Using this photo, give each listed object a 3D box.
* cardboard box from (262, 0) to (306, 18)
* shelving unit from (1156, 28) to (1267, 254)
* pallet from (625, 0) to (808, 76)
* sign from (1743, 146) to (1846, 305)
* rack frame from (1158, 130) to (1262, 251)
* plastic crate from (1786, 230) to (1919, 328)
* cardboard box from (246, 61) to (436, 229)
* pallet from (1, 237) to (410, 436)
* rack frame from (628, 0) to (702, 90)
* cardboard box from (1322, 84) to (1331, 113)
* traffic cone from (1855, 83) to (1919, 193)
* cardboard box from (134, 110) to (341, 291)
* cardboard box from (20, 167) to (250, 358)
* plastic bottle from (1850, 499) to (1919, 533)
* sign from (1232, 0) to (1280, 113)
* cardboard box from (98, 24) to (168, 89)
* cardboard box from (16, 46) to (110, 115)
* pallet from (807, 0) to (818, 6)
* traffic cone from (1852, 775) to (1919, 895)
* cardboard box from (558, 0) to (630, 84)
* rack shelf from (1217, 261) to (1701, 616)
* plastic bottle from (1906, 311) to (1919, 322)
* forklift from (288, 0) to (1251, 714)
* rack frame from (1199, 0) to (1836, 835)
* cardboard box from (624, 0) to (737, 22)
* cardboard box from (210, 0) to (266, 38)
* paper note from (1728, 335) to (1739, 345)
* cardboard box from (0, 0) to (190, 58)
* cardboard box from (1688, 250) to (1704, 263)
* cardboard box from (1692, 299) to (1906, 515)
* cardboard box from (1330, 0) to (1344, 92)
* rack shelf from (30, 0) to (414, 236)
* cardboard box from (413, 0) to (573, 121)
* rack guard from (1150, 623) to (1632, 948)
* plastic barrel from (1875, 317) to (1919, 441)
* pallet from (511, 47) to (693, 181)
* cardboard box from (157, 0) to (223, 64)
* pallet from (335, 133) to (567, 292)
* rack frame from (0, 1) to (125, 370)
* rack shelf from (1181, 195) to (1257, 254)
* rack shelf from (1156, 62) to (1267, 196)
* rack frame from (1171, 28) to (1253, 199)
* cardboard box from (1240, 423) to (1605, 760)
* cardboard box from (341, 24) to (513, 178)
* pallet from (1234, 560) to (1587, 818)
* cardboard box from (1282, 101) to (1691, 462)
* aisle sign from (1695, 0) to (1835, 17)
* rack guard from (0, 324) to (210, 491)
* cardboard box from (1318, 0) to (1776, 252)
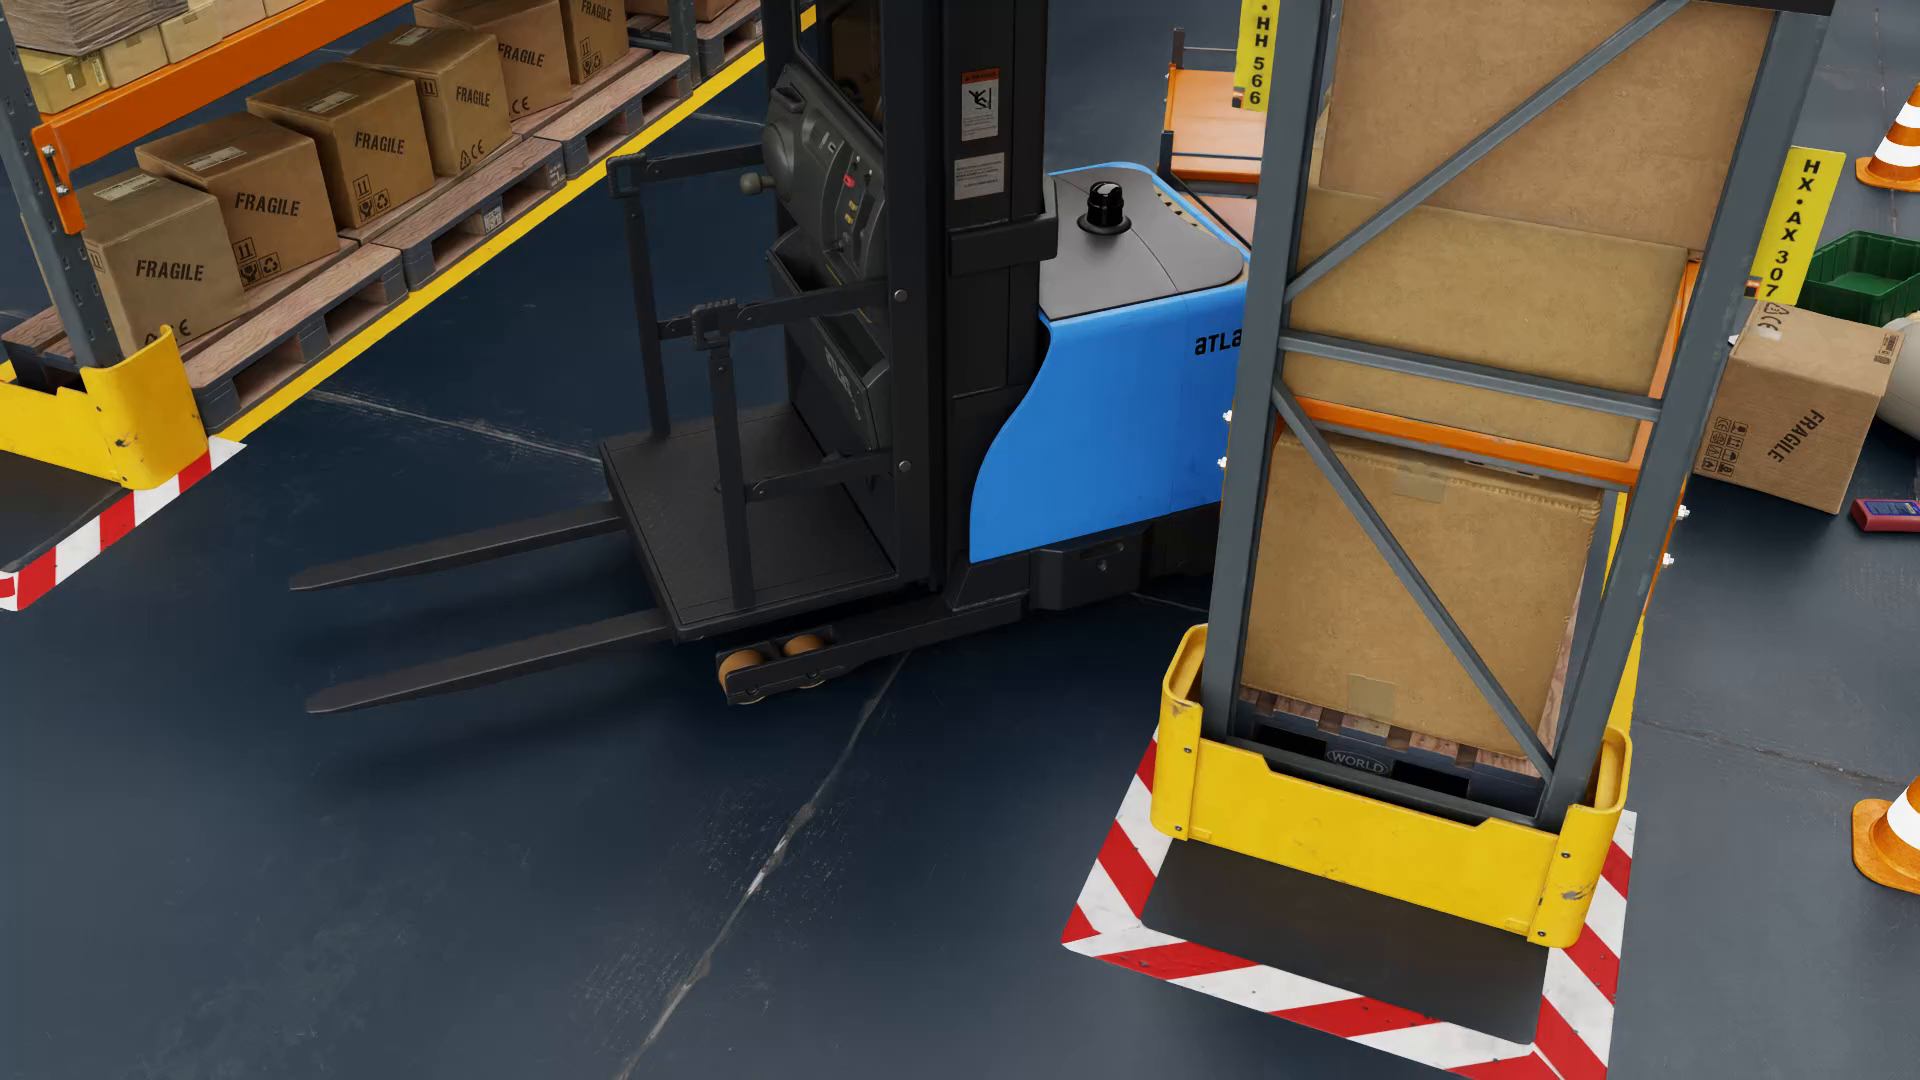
[{"bbox_3d":[-2.688,-2.105,6.271,0.380,0.149,0.250,14,39,18],"label":"cardboard box"},{"bbox_3d":[1.020,-1.246,6.477,0.538,1.125,1.048,5,37,7],"label":"shelving unit"},{"bbox_3d":[-1.600,-3.083,9.698,1.003,0.211,1.213,14,39,18],"label":"pallet"},{"bbox_3d":[1.643,-0.617,3.280,0.100,0.325,0.005,14,39,18],"label":"sign"},{"bbox_3d":[0.946,-0.945,6.074,0.500,1.125,0.032,5,37,7],"label":"rack frame"},{"bbox_3d":[3.799,-1.085,6.996,0.662,0.188,0.450,-25,33,-29],"label":"plastic crate"},{"bbox_3d":[-2.712,-1.744,7.314,0.500,0.500,0.500,18,40,22],"label":"cardboard box"},{"bbox_3d":[-3.046,-0.921,6.805,1.003,0.211,1.213,14,39,18],"label":"pallet"},{"bbox_3d":[-1.894,-3.768,8.286,1.000,3.000,0.127,14,39,18],"label":"rack frame"},{"bbox_3d":[1.420,-0.953,4.394,0.875,0.550,0.550,14,39,18],"label":"cardboard box"},{"bbox_3d":[4.561,-1.965,7.992,0.336,0.463,0.334,14,39,18],"label":"traffic cone"},{"bbox_3d":[-2.968,-1.401,6.856,0.500,0.500,0.500,25,43,29],"label":"cardboard box"},{"bbox_3d":[-3.163,-1.063,6.403,0.500,0.500,0.500,21,42,26],"label":"cardboard box"},{"bbox_3d":[3.285,-0.084,5.812,0.283,0.061,0.133,1,37,2],"label":"plastic bottle"},{"bbox_3d":[0.636,-1.058,3.495,0.100,0.325,0.005,14,39,18],"label":"sign"},{"bbox_3d":[-2.975,-1.691,5.716,0.380,0.149,0.250,14,39,18],"label":"cardboard box"},{"bbox_3d":[-3.087,-1.556,5.537,0.380,0.149,0.250,14,39,18],"label":"cardboard box"},{"bbox_3d":[-1.137,-3.761,10.605,1.003,0.211,1.213,14,39,18],"label":"pallet"},{"bbox_3d":[2.647,0.678,4.457,0.336,0.463,0.334,14,39,18],"label":"traffic cone"},{"bbox_3d":[-2.084,-2.723,8.625,0.500,0.500,0.500,13,39,16],"label":"cardboard box"},{"bbox_3d":[1.893,-1.187,5.433,1.077,0.370,4.000,14,39,18],"label":"rack shelf"},{"bbox_3d":[3.945,-0.909,6.915,0.133,0.061,0.283,-5,37,-6],"label":"plastic bottle"},{"bbox_3d":[-0.578,-1.032,4.683,3.031,2.935,1.130,-14,39,-18],"label":"forklift"},{"bbox_3d":[1.132,-0.368,3.737,1.000,3.000,0.127,14,39,18],"label":"rack frame"},{"bbox_3d":[-1.641,-3.278,9.351,0.700,0.500,0.500,11,38,14],"label":"cardboard box"},{"bbox_3d":[-2.790,-1.969,6.088,0.380,0.149,0.250,14,39,18],"label":"cardboard box"},{"bbox_3d":[3.236,-0.815,6.814,0.147,0.020,0.142,-11,38,-14],"label":"paper note"},{"bbox_3d":[-3.182,-2.011,5.603,0.875,0.500,0.500,14,39,18],"label":"cardboard box"},{"bbox_3d":[1.750,-1.235,4.771,0.875,0.550,0.550,14,39,18],"label":"cardboard box"},{"bbox_3d":[3.012,-0.489,5.985,0.500,0.500,0.500,21,42,25],"label":"cardboard box"},{"bbox_3d":[1.433,-1.383,4.067,0.875,0.550,0.550,14,39,18],"label":"cardboard box"},{"bbox_3d":[-2.655,-2.373,7.020,1.077,0.370,4.000,14,39,18],"label":"rack shelf"},{"bbox_3d":[-2.294,-2.404,8.198,0.500,0.500,0.500,27,45,32],"label":"cardboard box"},{"bbox_3d":[1.123,0.647,4.467,1.175,0.500,0.348,14,39,18],"label":"rack guard"},{"bbox_3d":[3.641,-0.573,6.163,0.421,0.421,0.512,-17,40,-22],"label":"plastic barrel"},{"bbox_3d":[-2.117,-2.271,8.613,1.003,0.211,1.213,14,39,18],"label":"pallet"},{"bbox_3d":[-2.866,-1.826,5.897,0.380,0.149,0.250,14,39,18],"label":"cardboard box"},{"bbox_3d":[-2.580,-1.594,7.706,1.003,0.211,1.213,14,39,18],"label":"pallet"},{"bbox_3d":[-3.416,-1.554,5.323,1.000,3.000,0.127,14,39,18],"label":"rack frame"},{"bbox_3d":[1.020,-1.050,6.624,0.538,0.278,1.000,5,37,7],"label":"rack shelf"},{"bbox_3d":[1.020,-1.480,6.302,0.538,0.278,1.000,5,37,7],"label":"rack shelf"},{"bbox_3d":[1.093,-1.547,6.880,0.500,1.125,0.032,5,37,7],"label":"rack frame"},{"bbox_3d":[1.329,-0.075,4.769,0.875,0.875,0.875,14,39,18],"label":"cardboard box"},{"bbox_3d":[-2.458,-2.042,7.714,0.500,0.500,0.500,11,38,14],"label":"cardboard box"},{"bbox_3d":[1.364,0.289,5.188,1.003,0.211,1.213,14,39,18],"label":"pallet"},{"bbox_3d":[1.231,-0.644,3.980,0.875,0.550,0.550,14,39,18],"label":"cardboard box"},{"bbox_3d":[1.383,-1.301,2.814,0.394,0.787,0.004,14,39,18],"label":"aisle sign"},{"bbox_3d":[-3.387,-0.594,6.128,1.175,0.500,0.348,14,39,18],"label":"rack guard"},{"bbox_3d":[1.309,-1.057,3.631,0.875,0.550,0.550,14,39,18],"label":"cardboard box"}]
